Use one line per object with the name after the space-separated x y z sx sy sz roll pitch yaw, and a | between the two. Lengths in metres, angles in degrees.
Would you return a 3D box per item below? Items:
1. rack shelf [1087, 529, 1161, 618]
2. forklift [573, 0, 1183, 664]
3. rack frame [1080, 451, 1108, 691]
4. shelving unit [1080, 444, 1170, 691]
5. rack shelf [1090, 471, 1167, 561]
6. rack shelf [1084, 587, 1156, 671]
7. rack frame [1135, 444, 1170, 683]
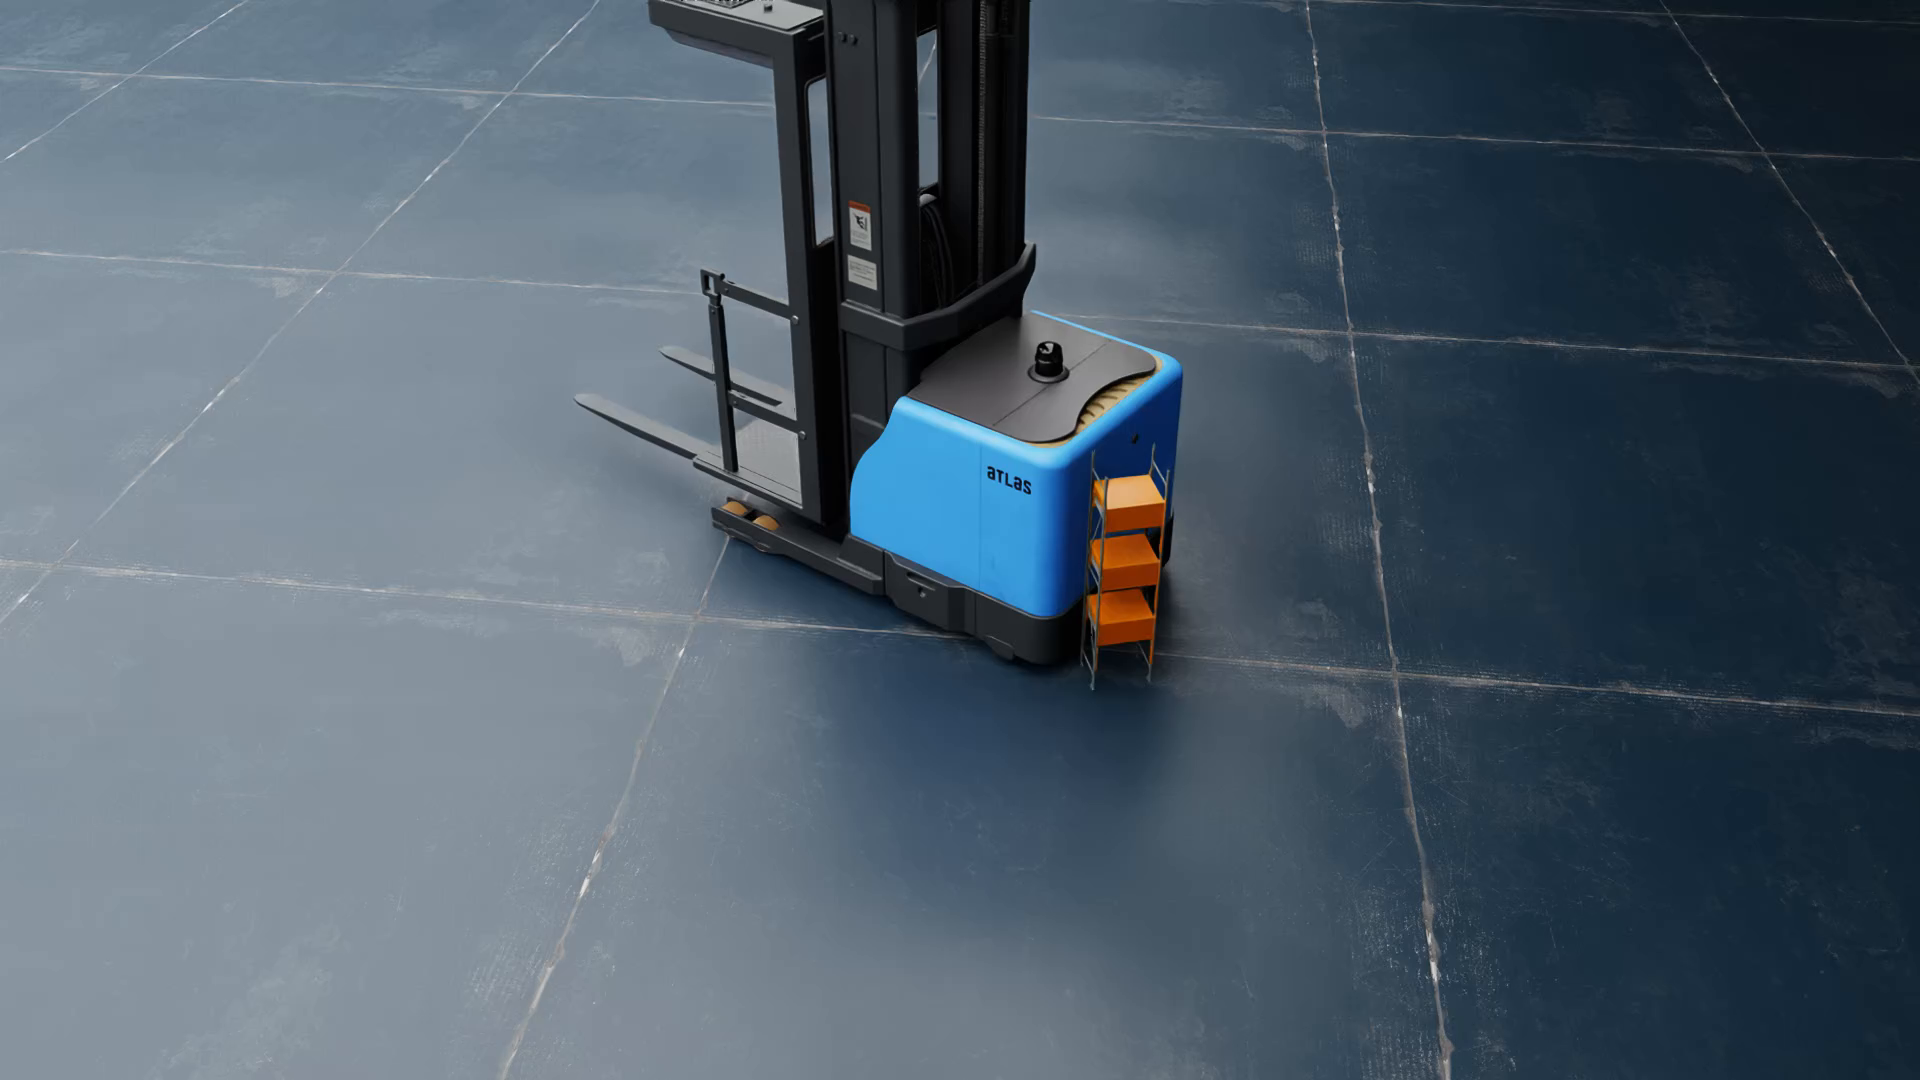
0.652 0.134 6.675 0.240 0.259 0.215 -7 36 -10 | rack shelf
-0.536 -1.361 7.134 3.031 2.935 1.130 23 42 29 | forklift
0.533 0.140 6.648 0.008 1.050 0.200 -7 36 -10 | rack frame
0.652 0.126 6.669 0.252 1.050 0.215 -7 36 -10 | shelving unit
0.653 -0.097 6.510 0.240 0.259 0.215 -7 36 -10 | rack shelf
0.652 0.361 6.837 0.240 0.259 0.215 -7 36 -10 | rack shelf
0.772 0.111 6.690 0.008 1.050 0.200 -7 36 -10 | rack frame
